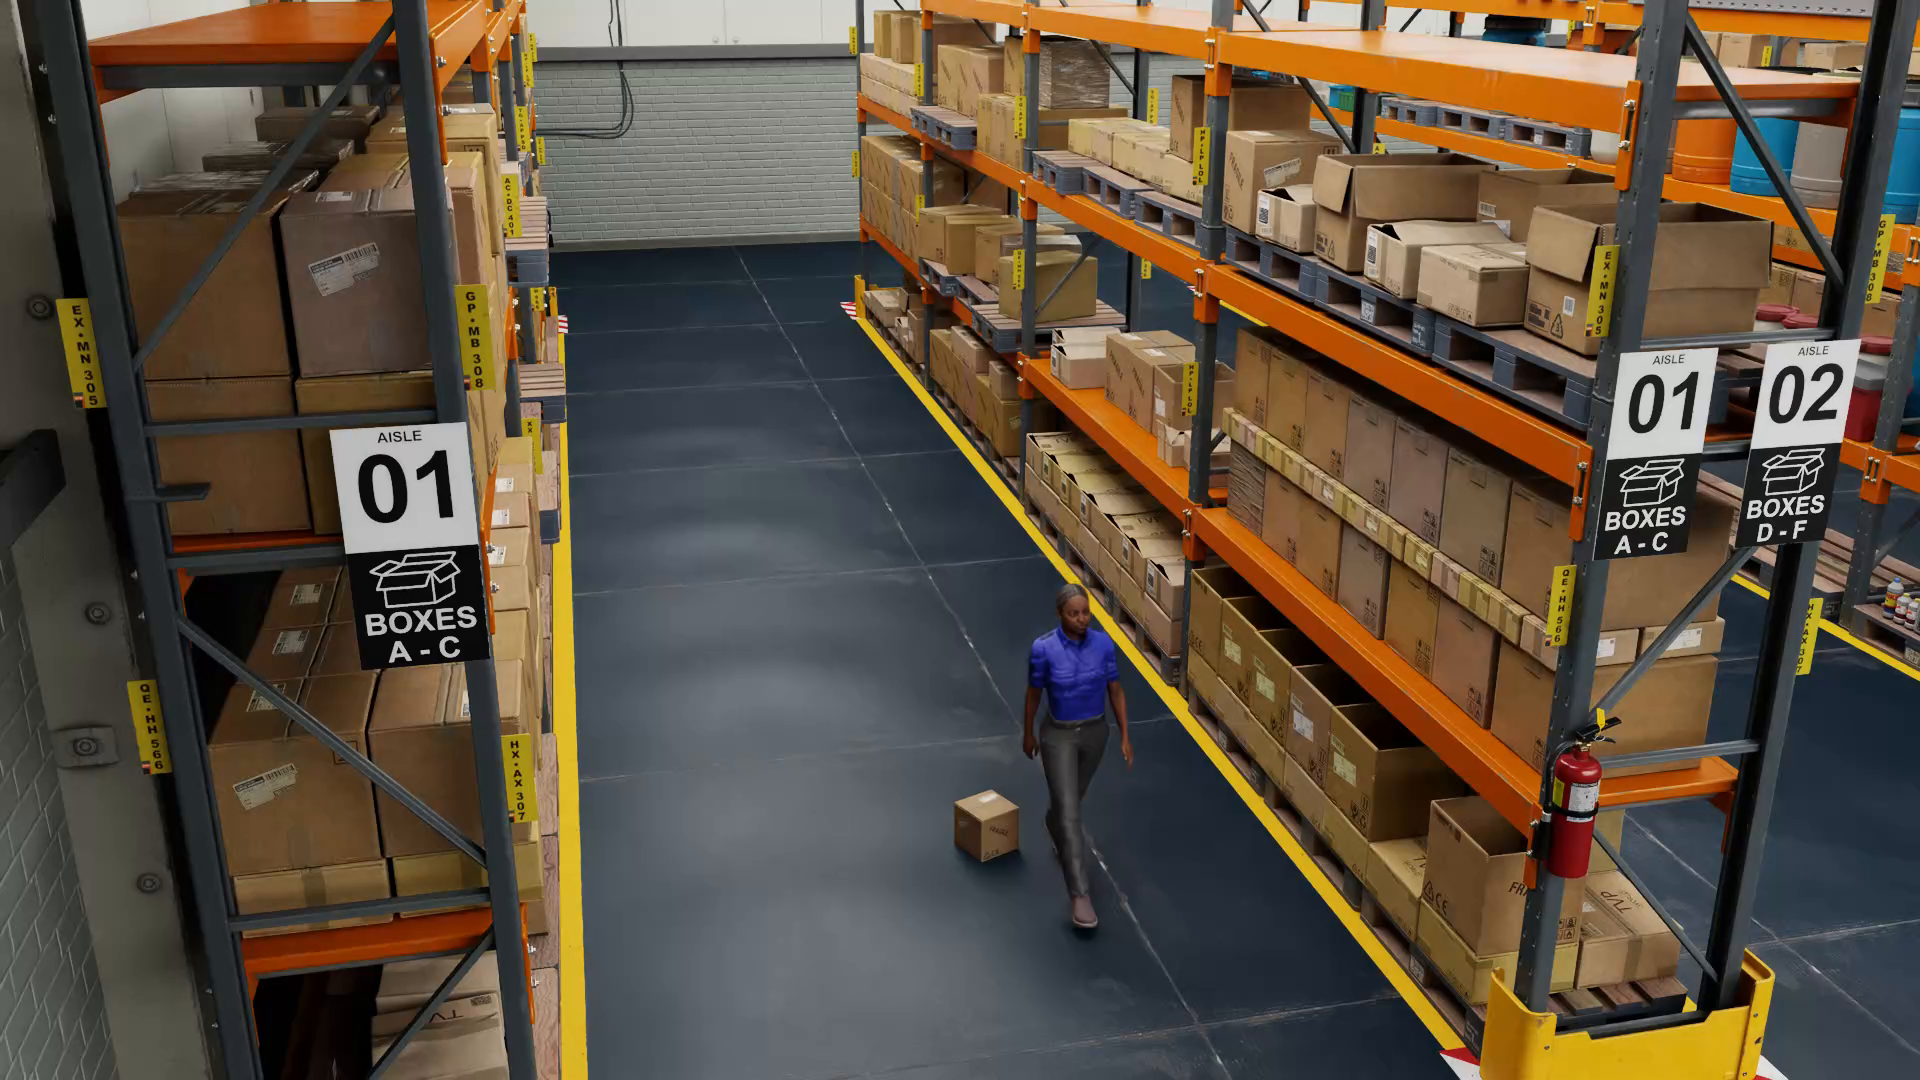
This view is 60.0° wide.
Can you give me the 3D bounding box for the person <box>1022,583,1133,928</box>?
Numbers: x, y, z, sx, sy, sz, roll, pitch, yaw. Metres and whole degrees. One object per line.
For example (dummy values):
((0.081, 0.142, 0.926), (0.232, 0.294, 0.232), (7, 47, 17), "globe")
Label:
((0.596, 0.990, 8.282), (0.452, 1.591, 1.005), (-7, 21, -19), "person")
